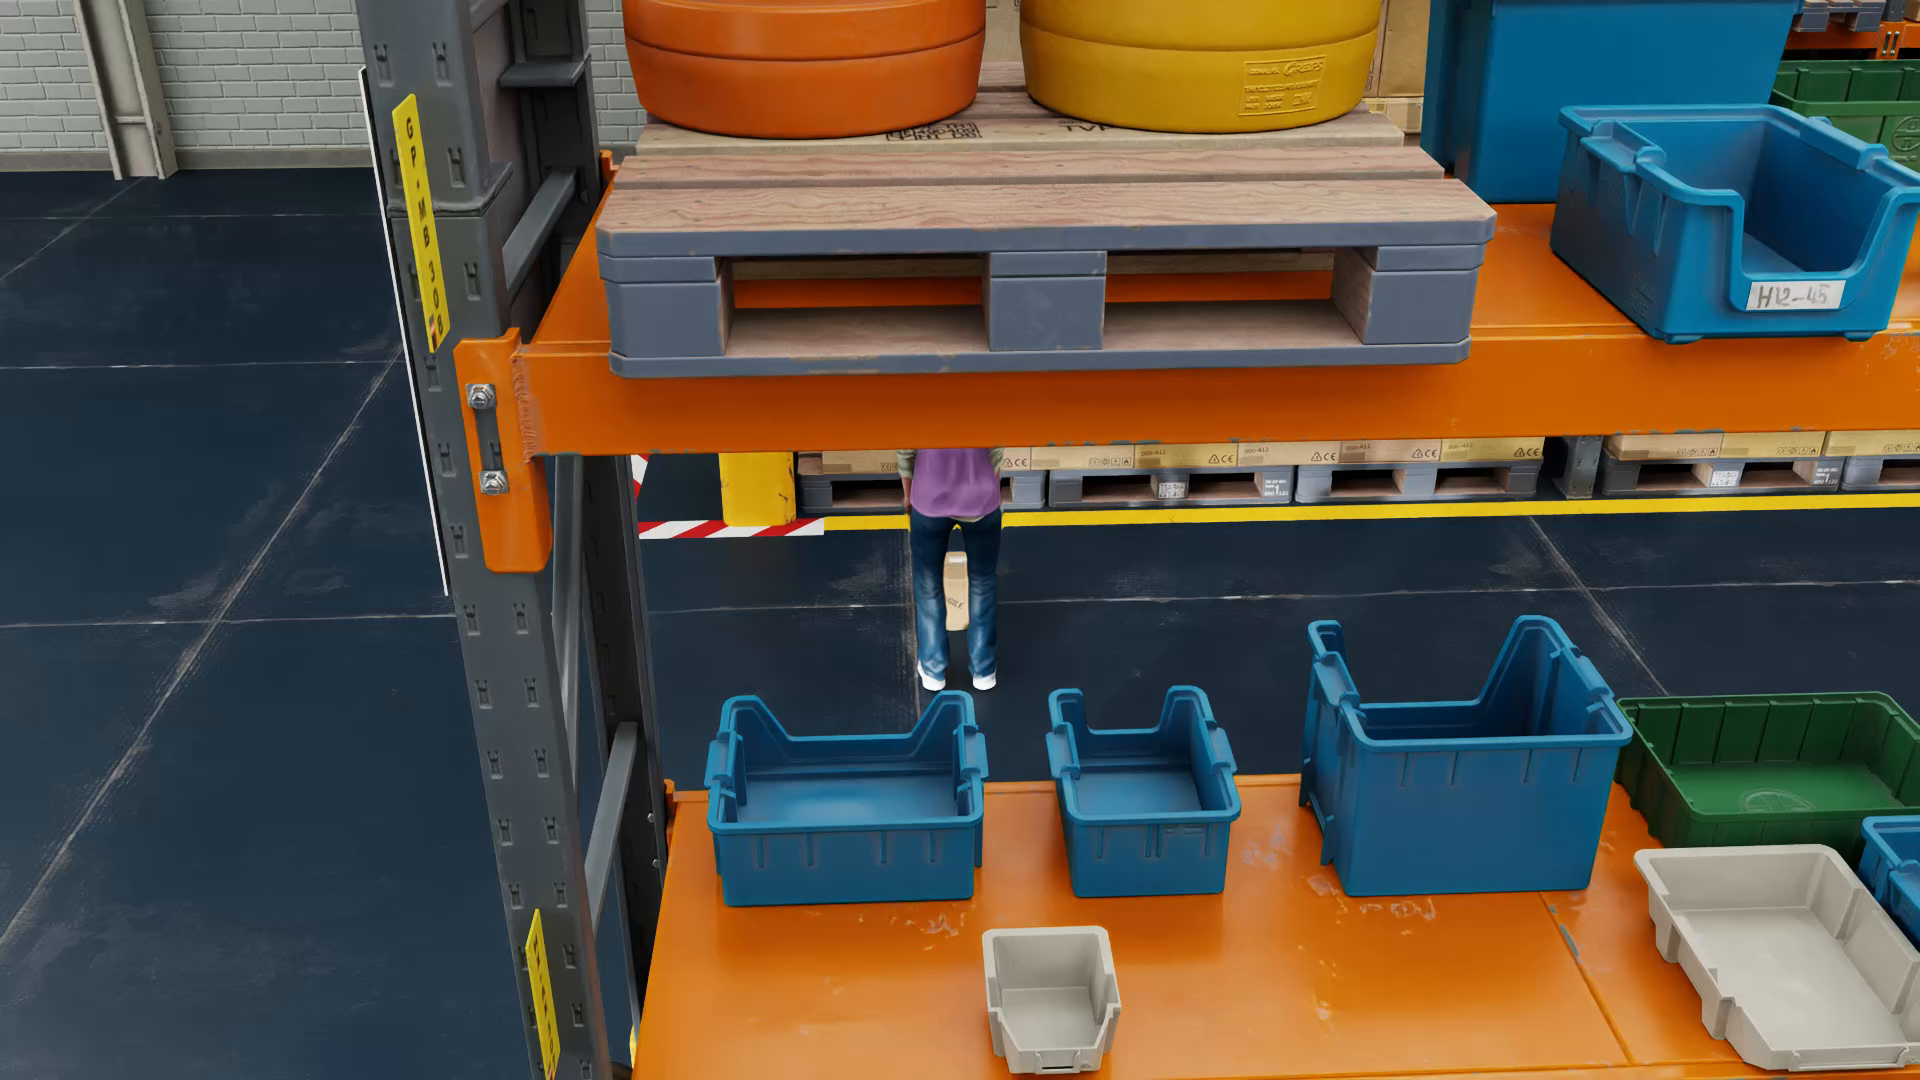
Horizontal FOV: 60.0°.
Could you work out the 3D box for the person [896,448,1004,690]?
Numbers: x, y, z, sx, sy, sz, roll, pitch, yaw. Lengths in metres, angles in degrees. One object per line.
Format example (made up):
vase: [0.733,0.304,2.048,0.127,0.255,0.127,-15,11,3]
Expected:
person: [-0.039,-0.130,6.413,0.412,1.570,0.316,-1,28,-2]
